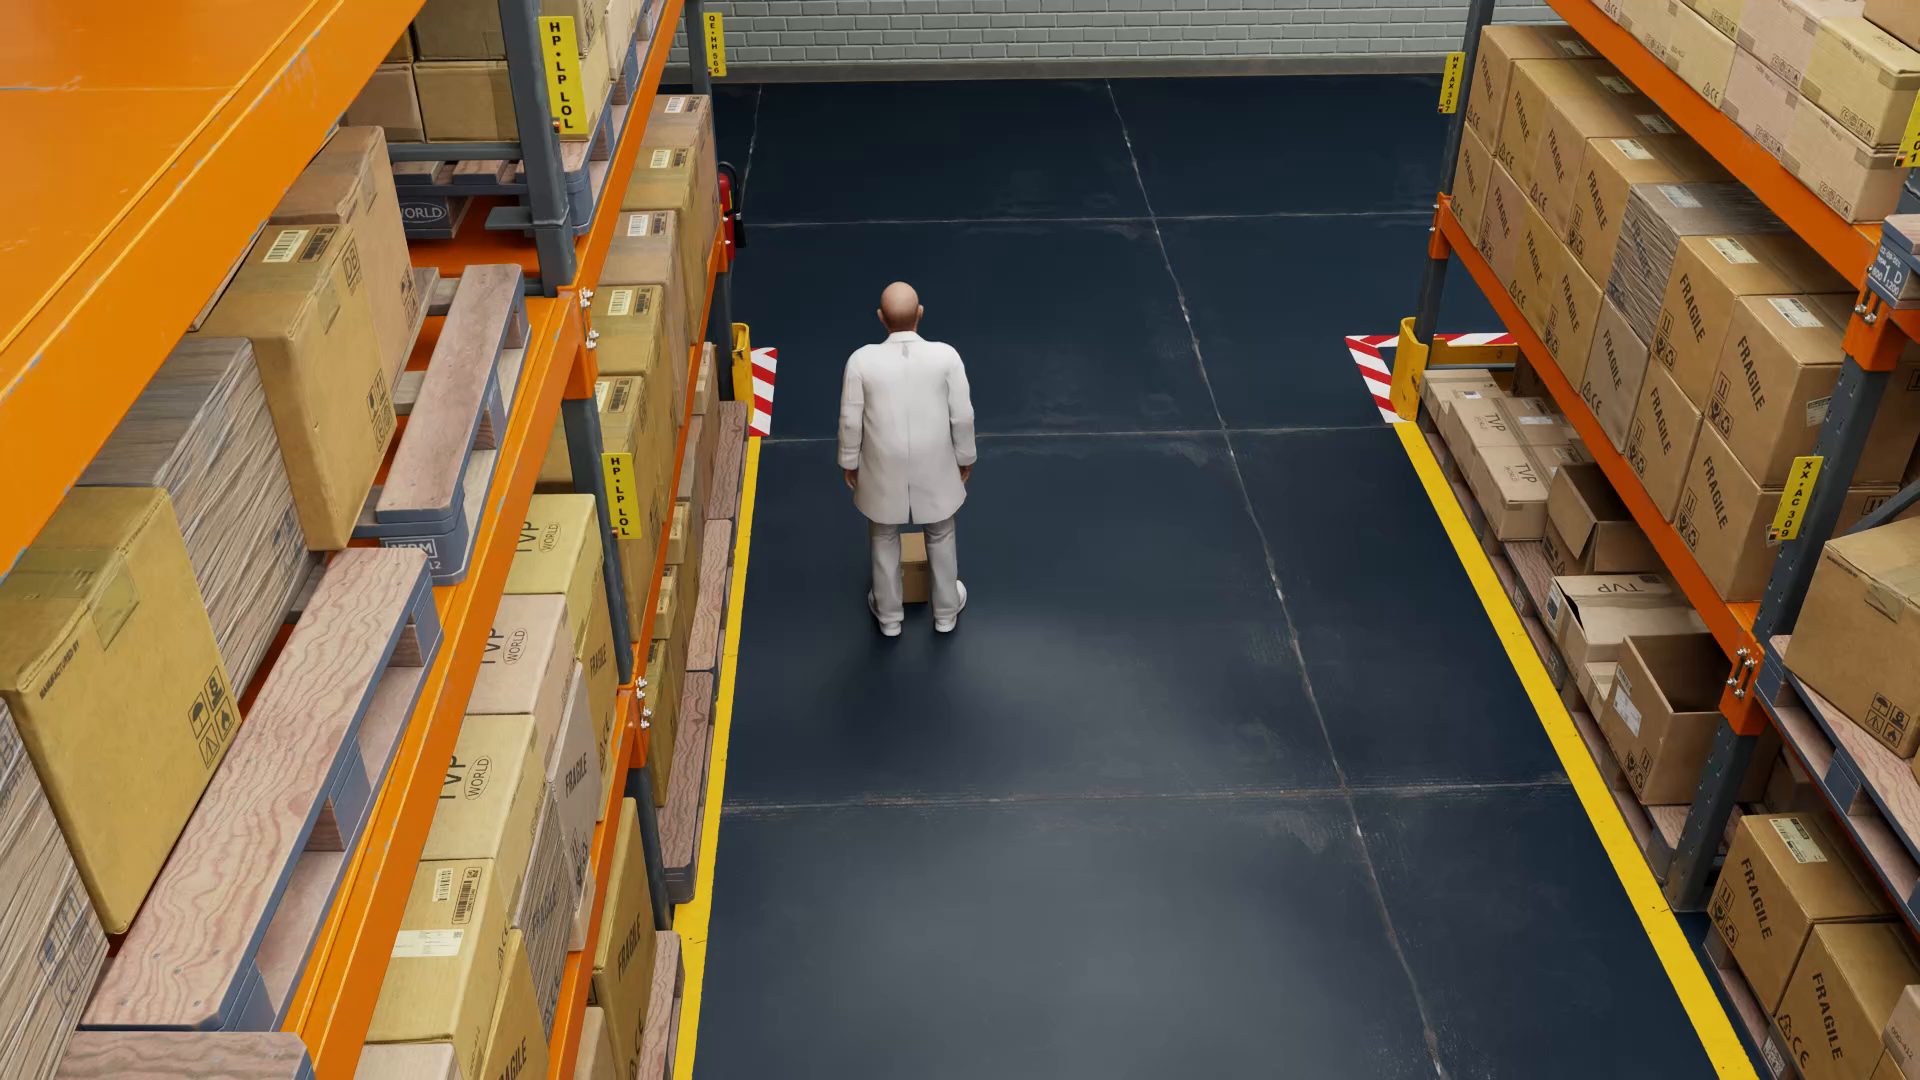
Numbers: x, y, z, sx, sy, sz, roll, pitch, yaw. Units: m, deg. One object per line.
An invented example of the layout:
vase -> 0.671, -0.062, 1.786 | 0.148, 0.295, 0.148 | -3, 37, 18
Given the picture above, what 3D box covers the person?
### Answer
person -> -0.241, -0.352, 7.665 | 0.643, 1.774, 0.426 | -2, 35, -3
